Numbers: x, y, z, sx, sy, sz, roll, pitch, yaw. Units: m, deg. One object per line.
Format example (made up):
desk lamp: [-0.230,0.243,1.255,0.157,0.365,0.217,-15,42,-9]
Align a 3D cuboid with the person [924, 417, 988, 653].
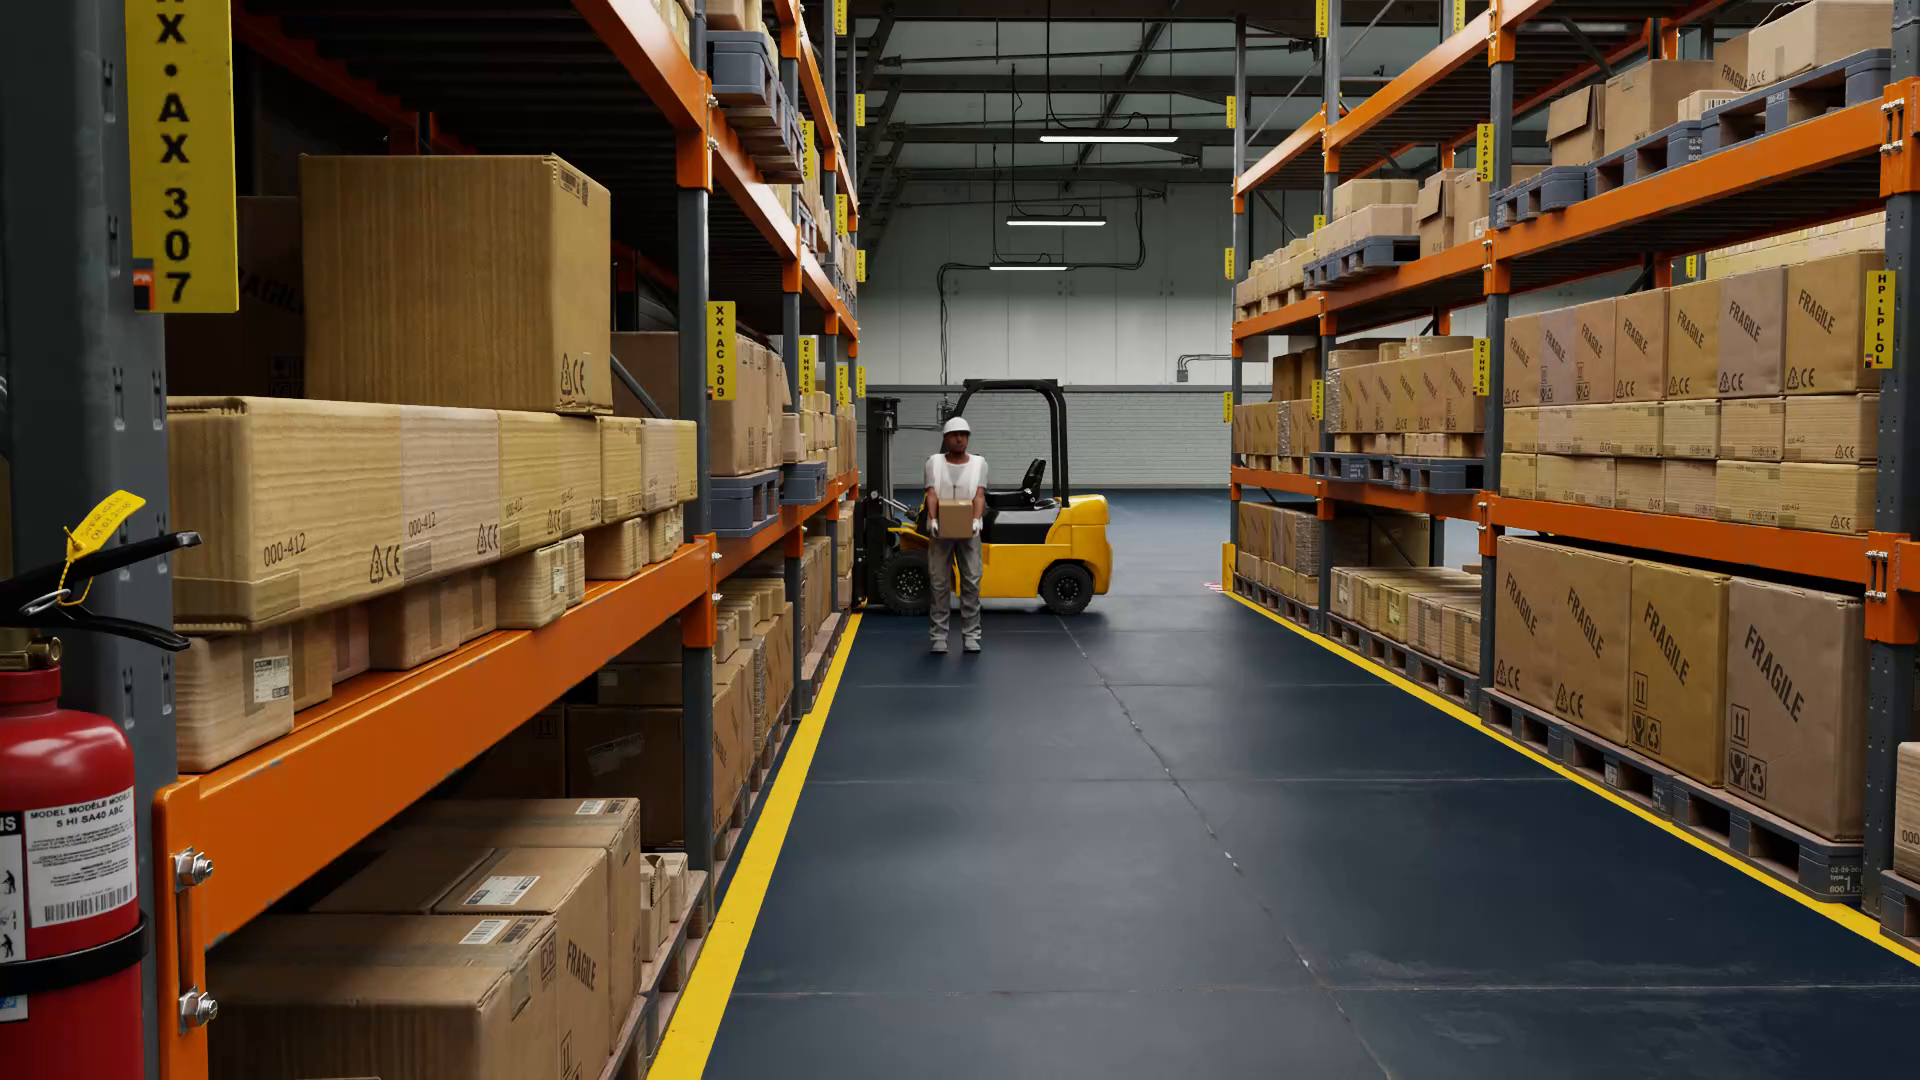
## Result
person: [-0.025,-0.038,12.601,0.490,1.782,0.578,0,4,-2]
